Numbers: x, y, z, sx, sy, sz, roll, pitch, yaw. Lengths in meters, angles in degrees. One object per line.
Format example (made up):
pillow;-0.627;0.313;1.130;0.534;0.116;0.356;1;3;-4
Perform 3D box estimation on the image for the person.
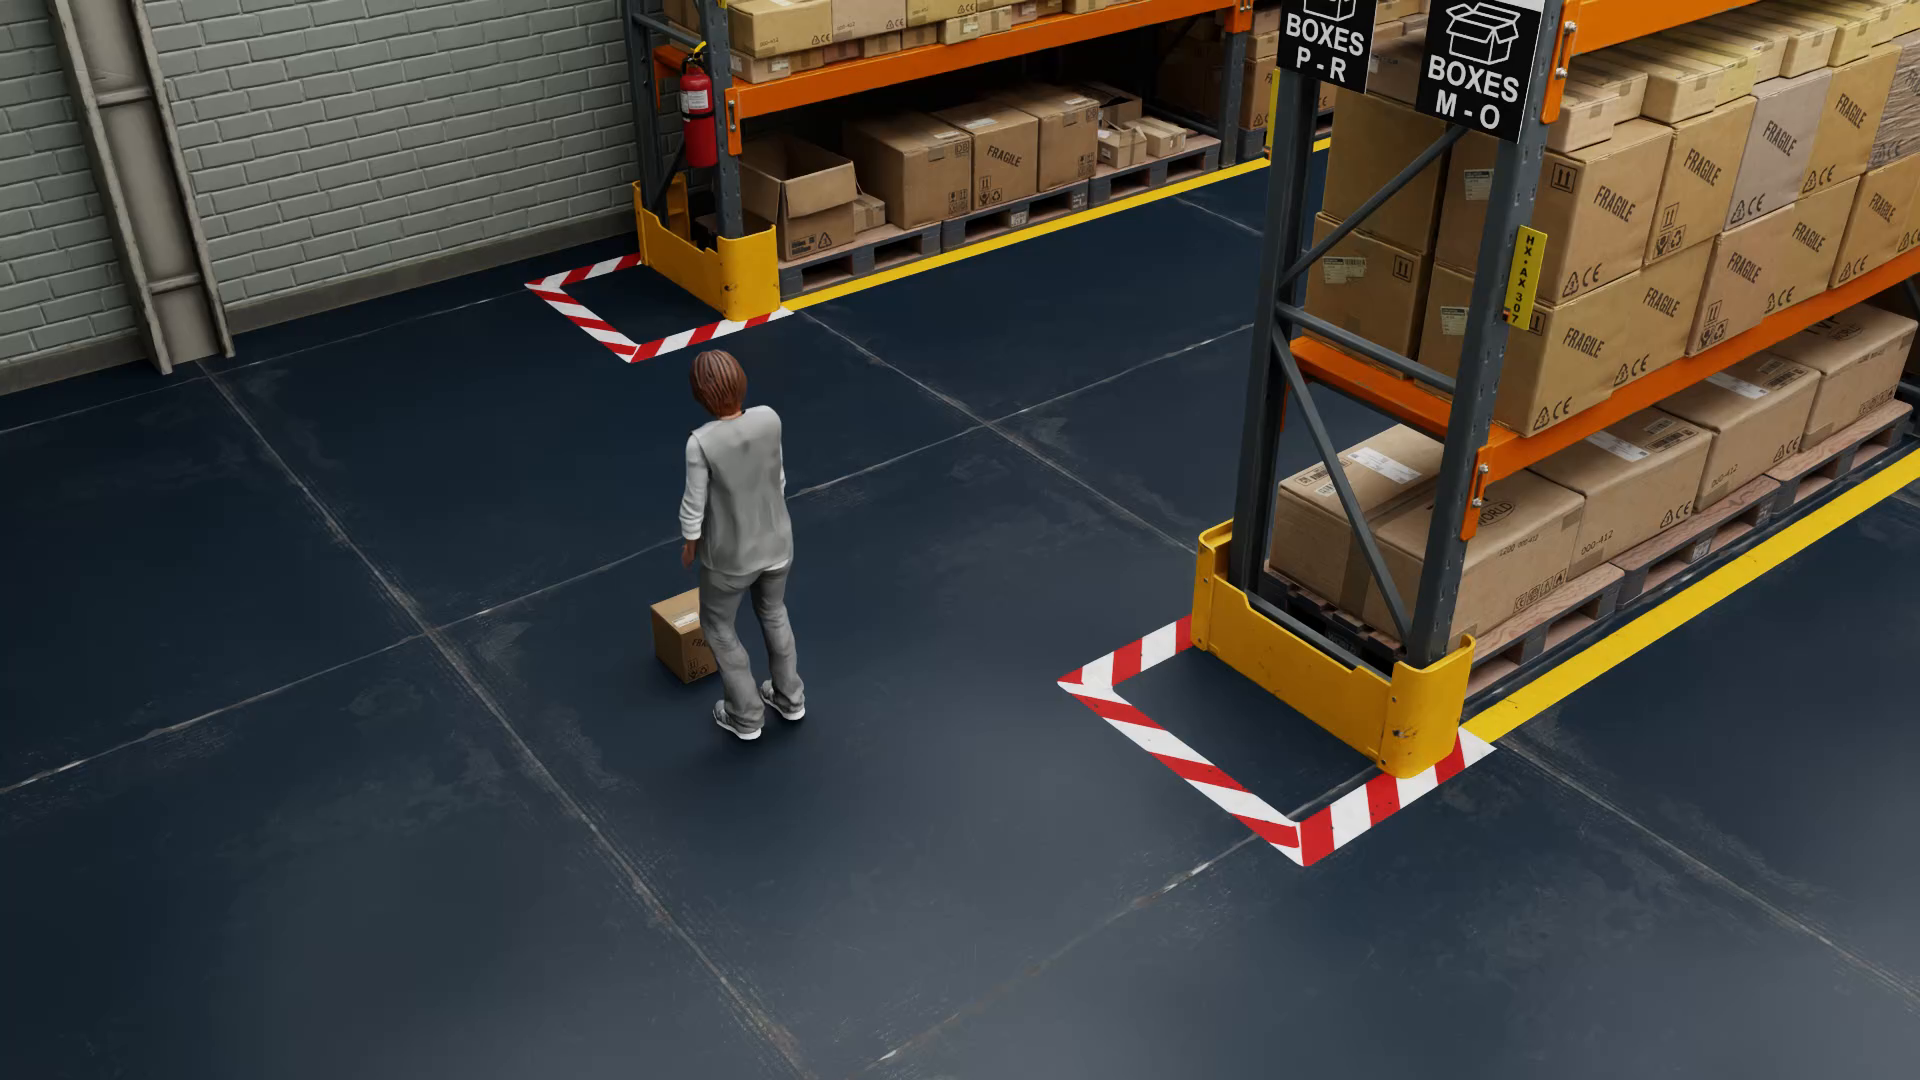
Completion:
person;-0.812;0.055;6.108;0.420;1.556;0.353;-22;38;-30
